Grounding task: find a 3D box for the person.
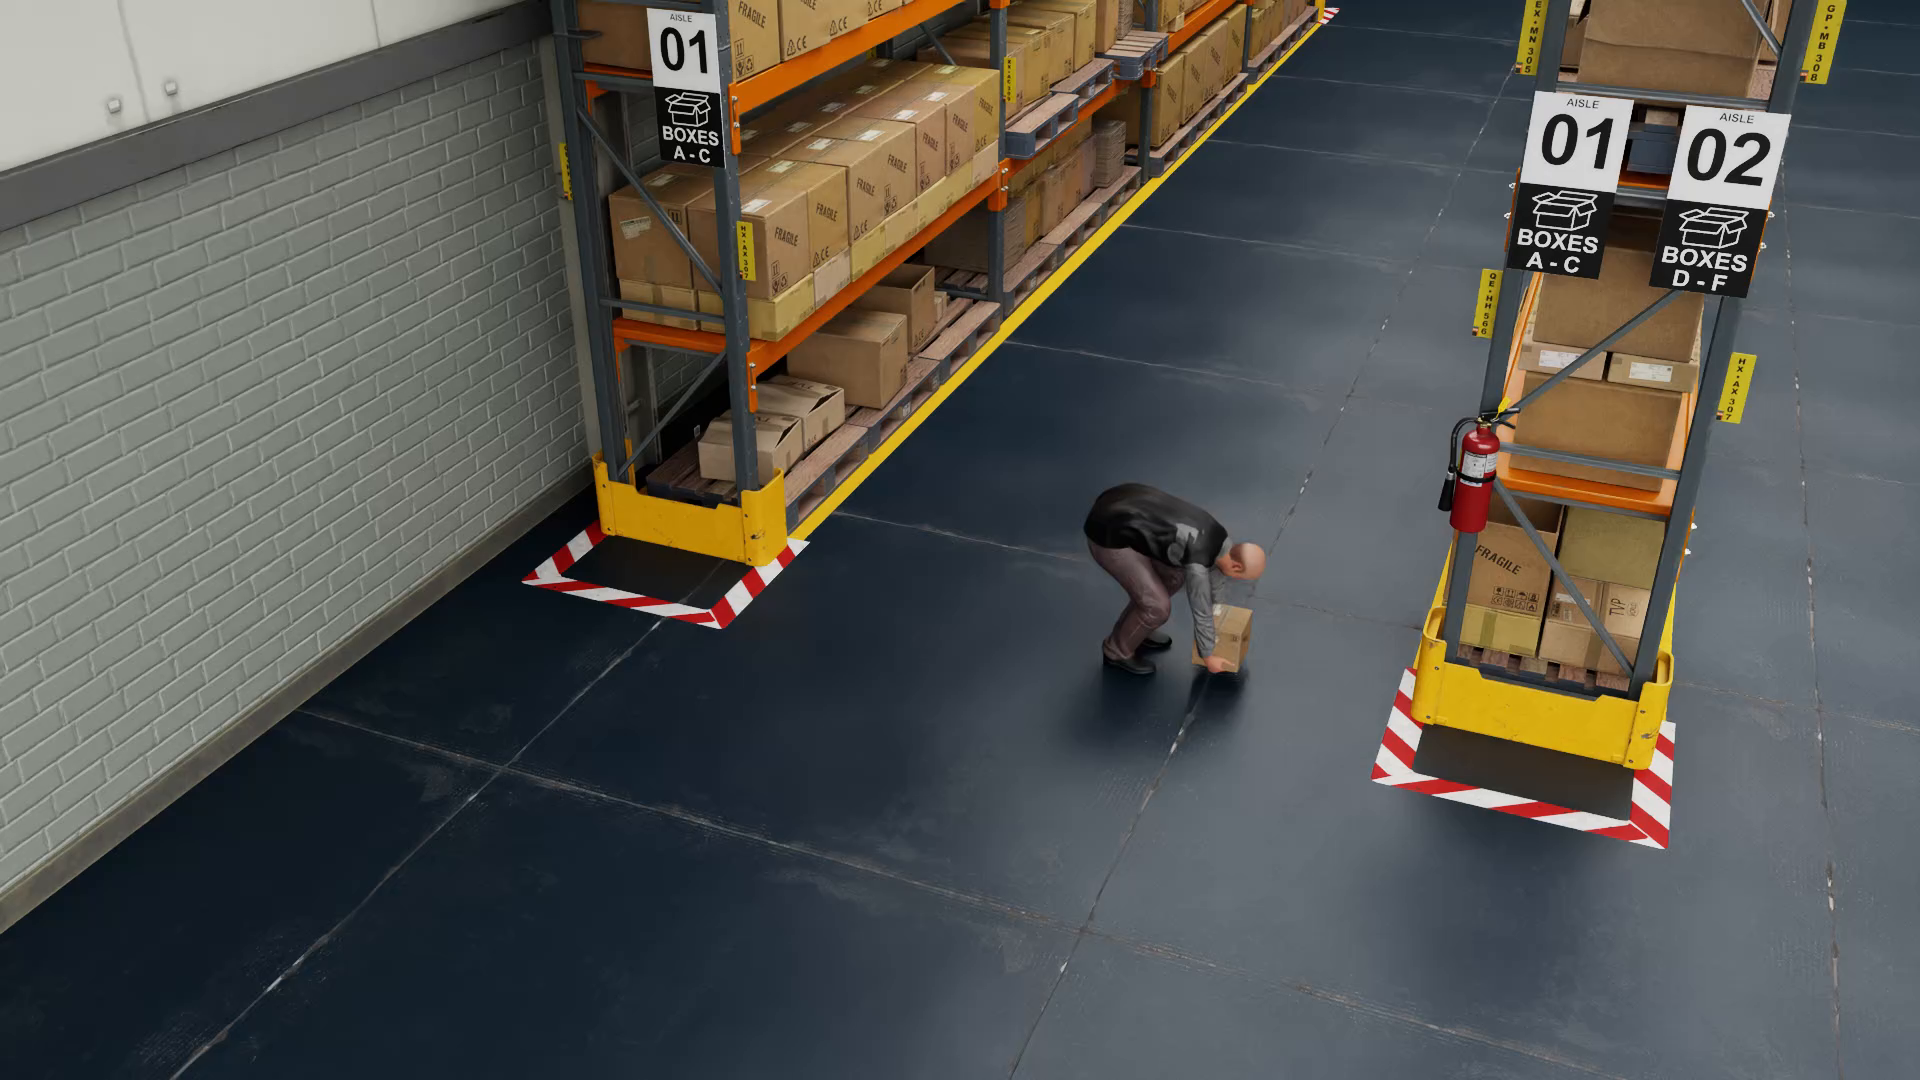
[{"bbox_3d":[1.123,0.212,8.768,0.948,1.014,0.503,10,31,17],"label":"person"}]
